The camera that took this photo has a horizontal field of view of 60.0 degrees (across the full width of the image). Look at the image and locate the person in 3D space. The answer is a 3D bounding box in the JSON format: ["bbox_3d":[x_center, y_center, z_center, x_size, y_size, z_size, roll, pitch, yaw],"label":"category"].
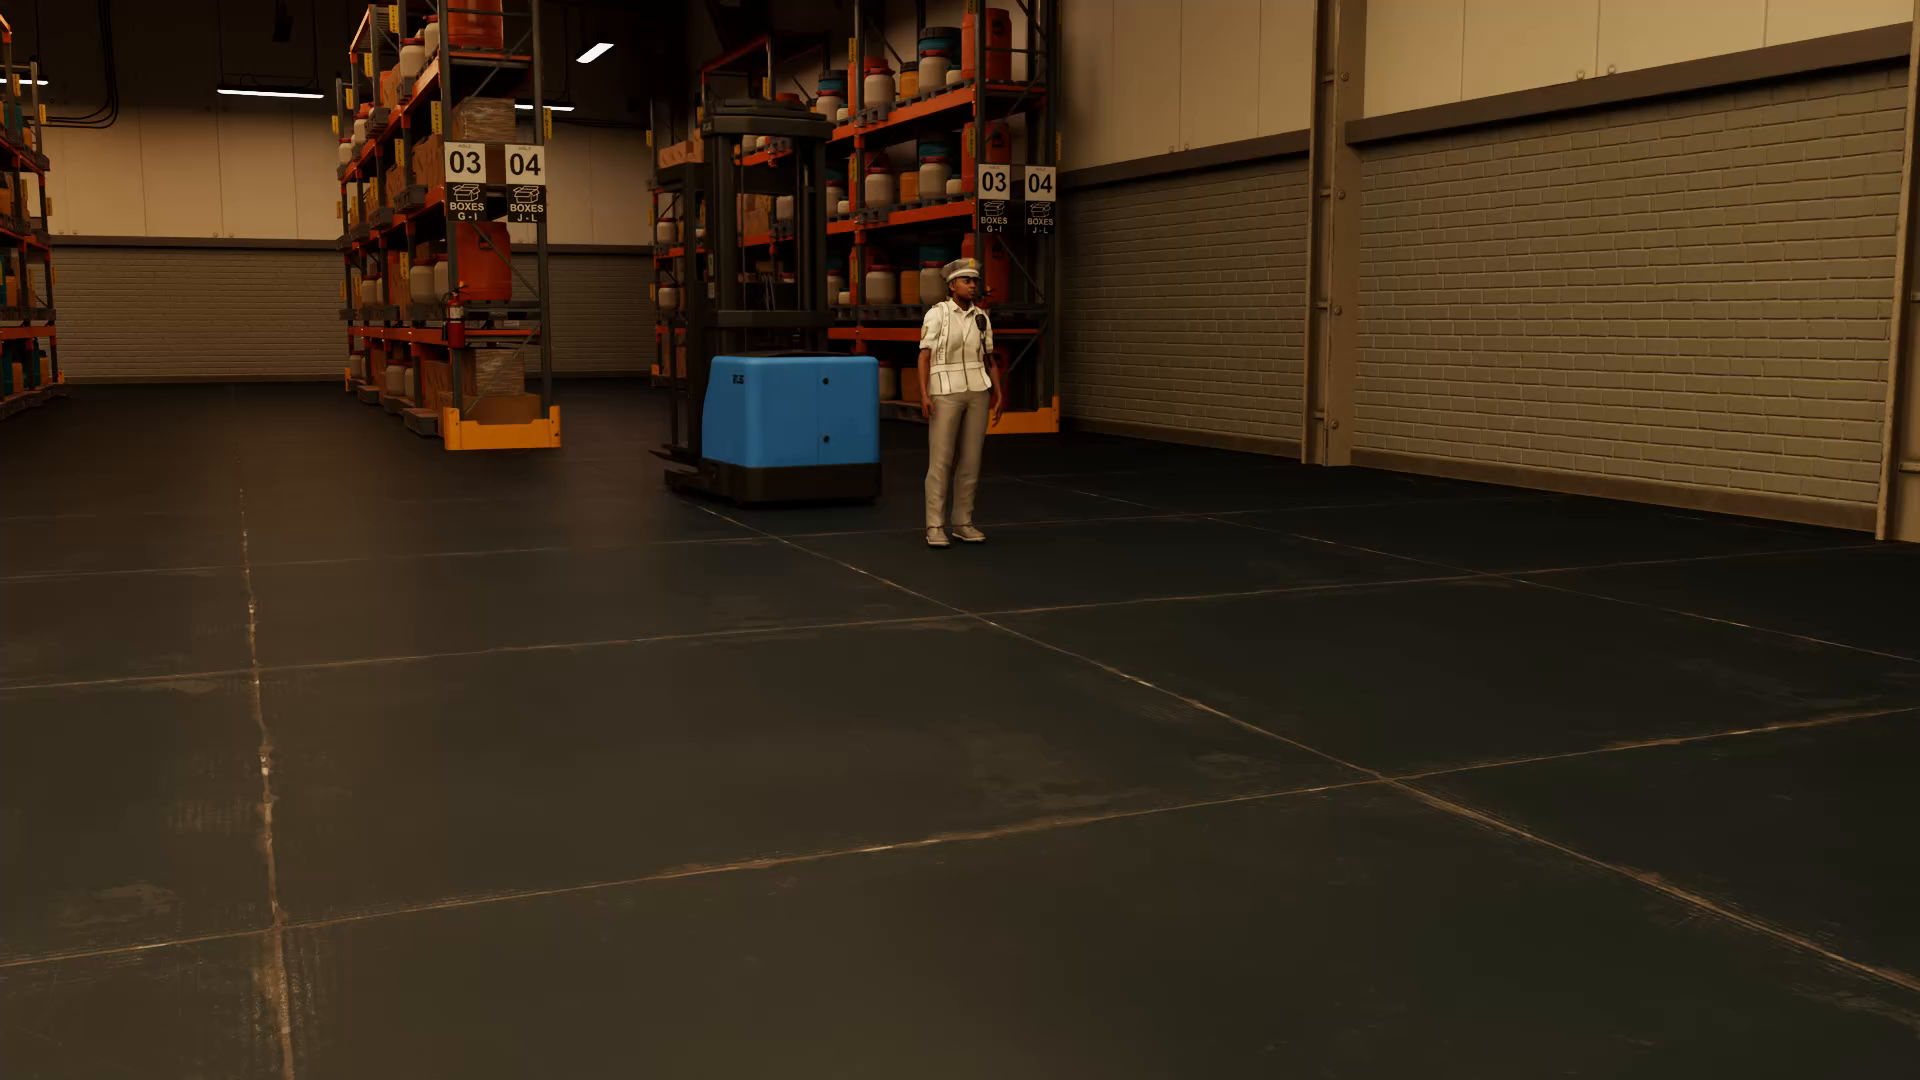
[{"bbox_3d":[0.012,-0.837,9.966,0.569,1.695,0.528,-3,8,-23],"label":"person"}]

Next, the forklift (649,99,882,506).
[{"bbox_3d":[-1.688,-1.850,12.973,1.130,2.935,3.031,-4,8,-27],"label":"forklift"}]
